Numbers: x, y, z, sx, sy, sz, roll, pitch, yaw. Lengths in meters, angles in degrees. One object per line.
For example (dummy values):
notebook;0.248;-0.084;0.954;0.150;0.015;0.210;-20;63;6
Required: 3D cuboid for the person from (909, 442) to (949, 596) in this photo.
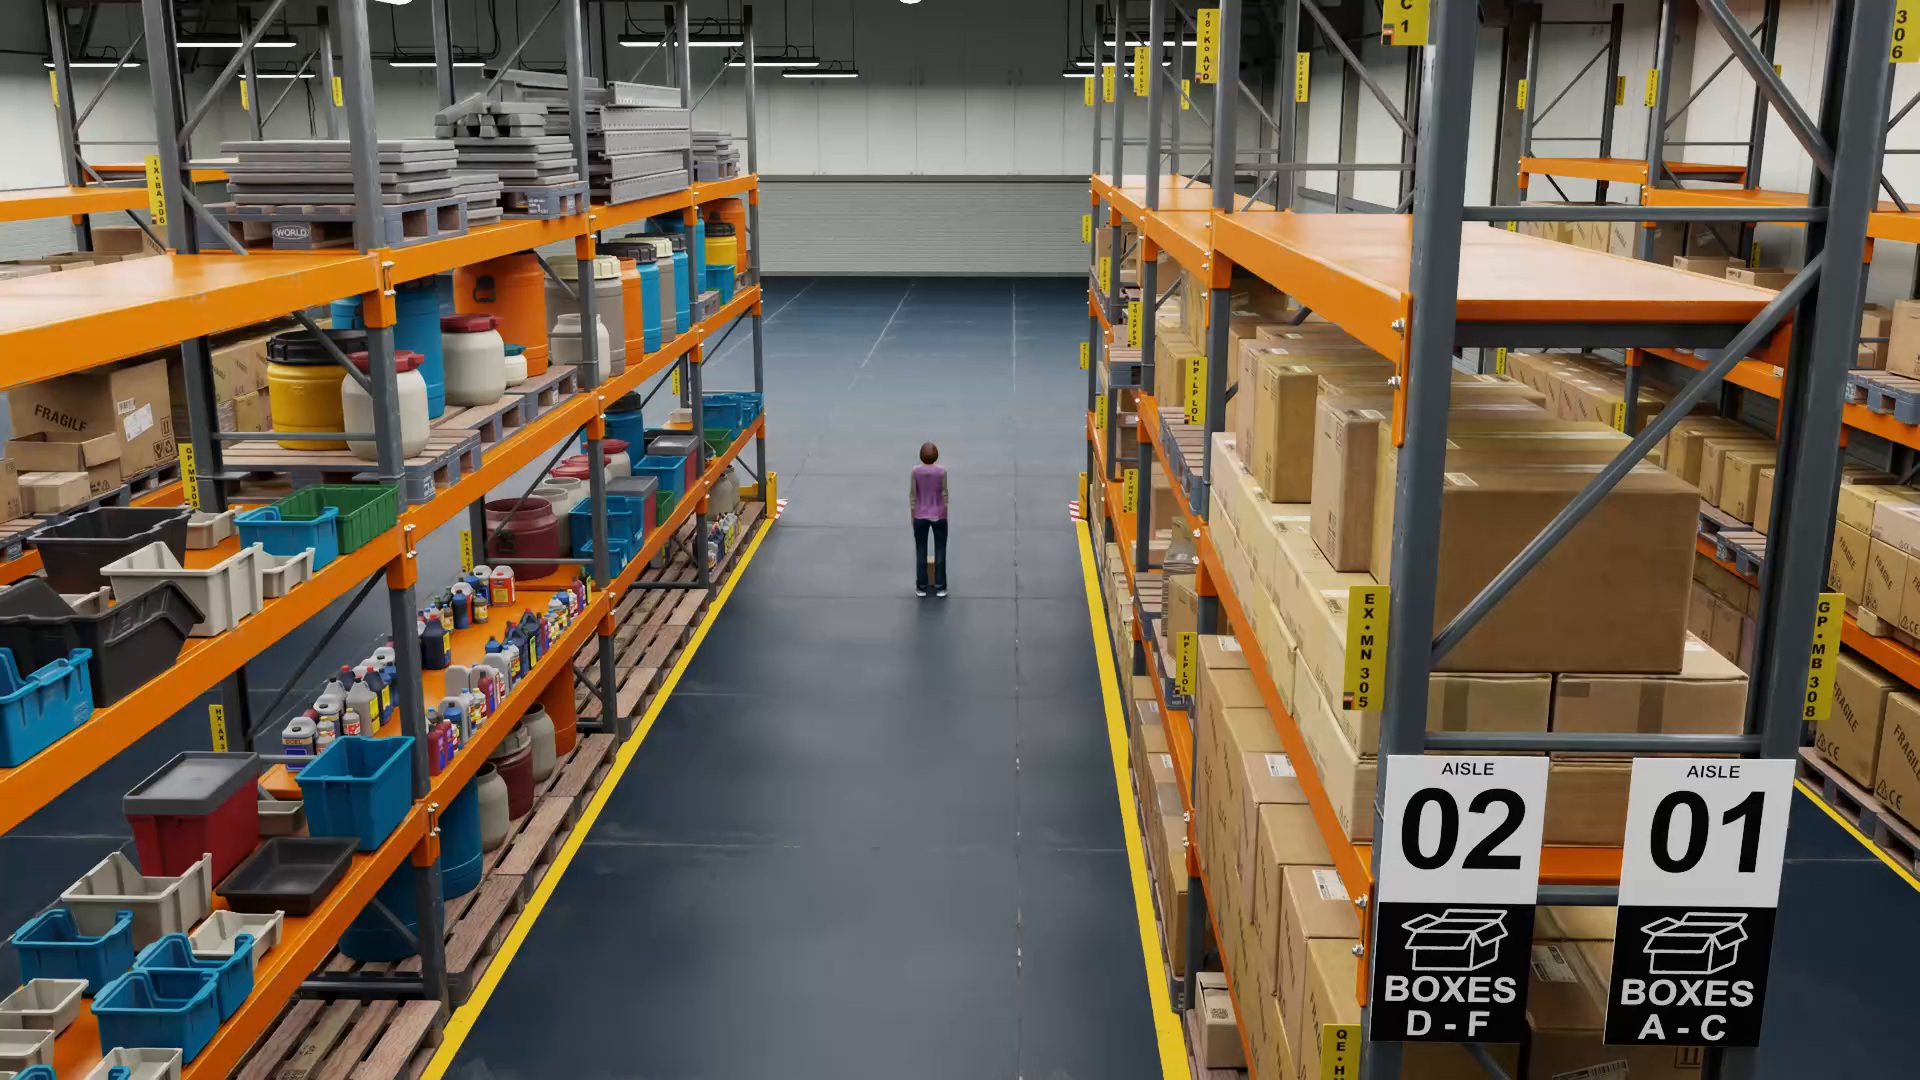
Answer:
person;-0.316;-0.213;16.869;0.404;1.597;0.308;1;14;3
